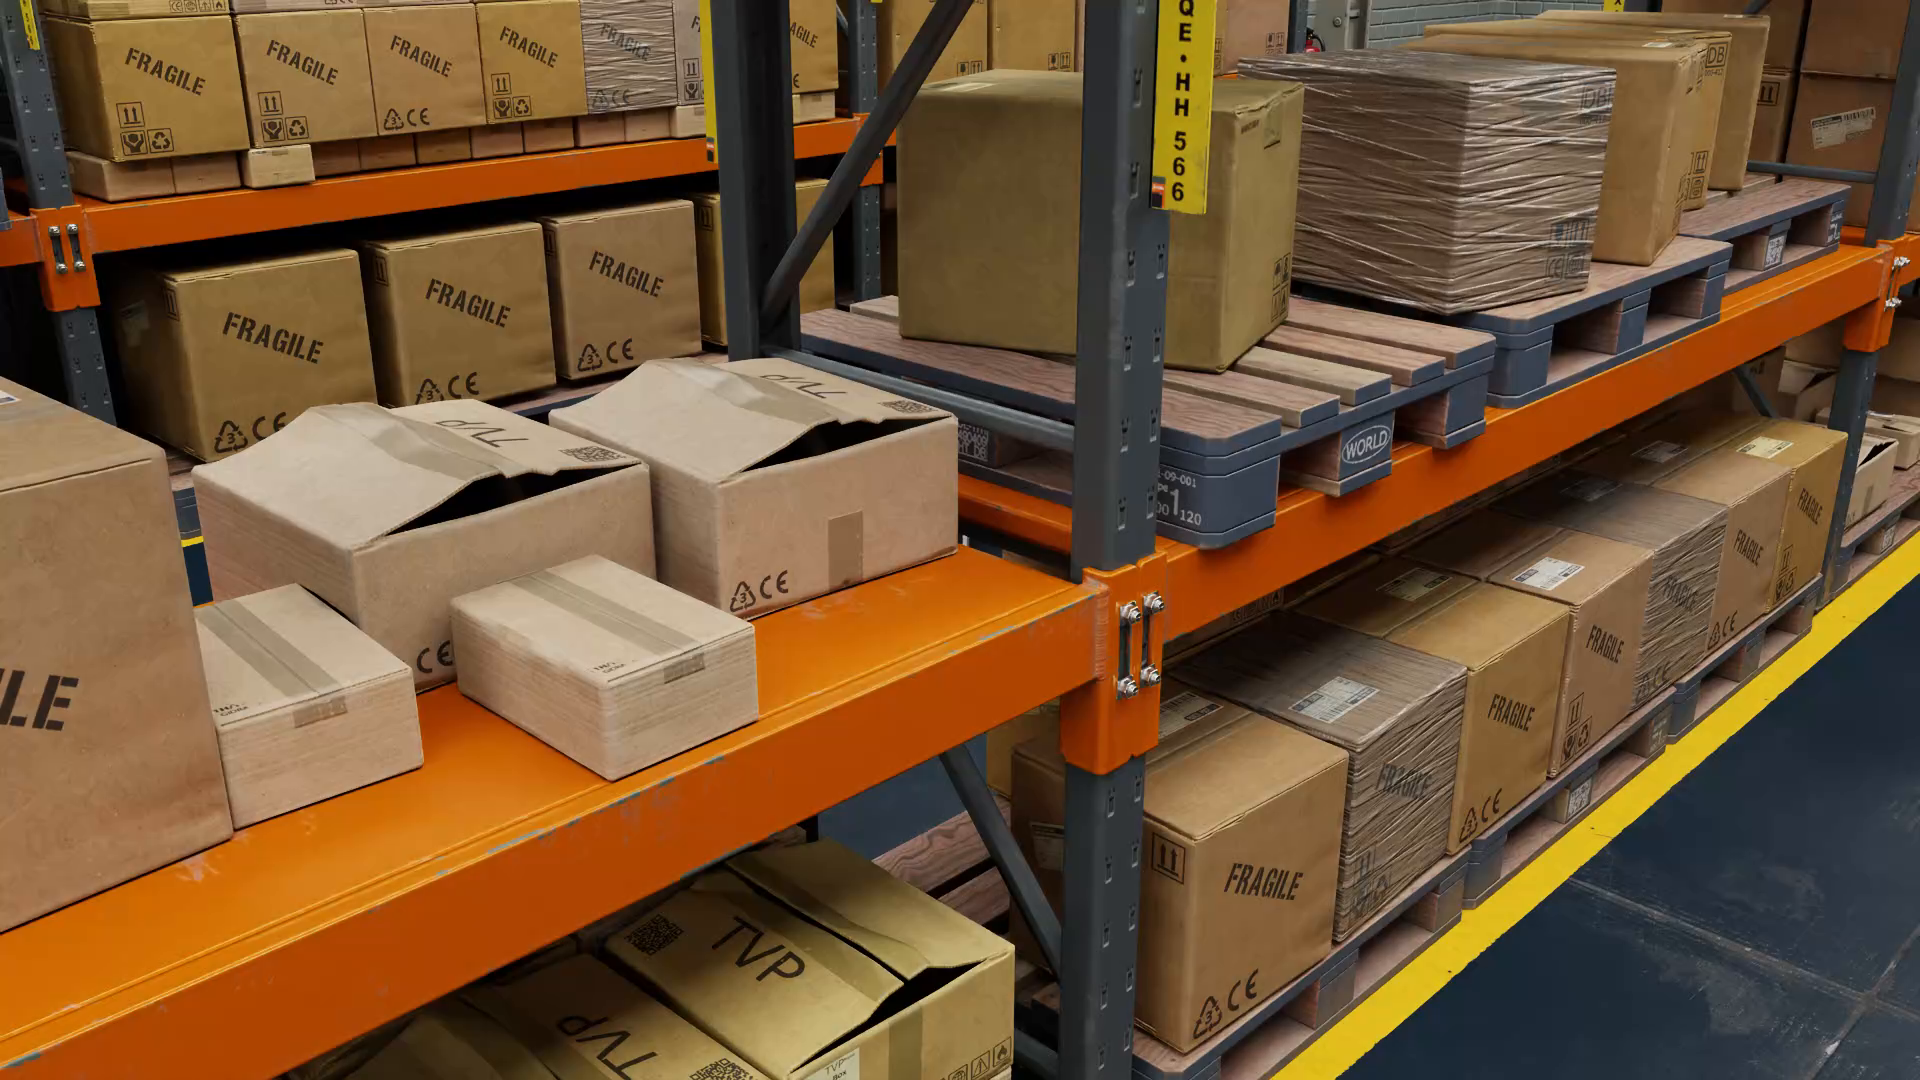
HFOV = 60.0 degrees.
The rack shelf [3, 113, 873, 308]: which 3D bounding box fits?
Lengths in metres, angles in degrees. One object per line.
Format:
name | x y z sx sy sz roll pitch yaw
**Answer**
rack shelf | -2.224 -1.669 7.738 1.077 0.370 4.000 19 28 41

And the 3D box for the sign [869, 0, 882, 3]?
sign | -0.433 -2.889 8.406 0.100 0.325 0.005 19 28 41

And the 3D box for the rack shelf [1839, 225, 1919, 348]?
rack shelf | 4.119 -1.458 7.190 1.077 0.370 4.000 19 28 41

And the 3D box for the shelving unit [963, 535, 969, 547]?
shelving unit | 0.115 -0.603 6.470 0.258 1.200 0.503 19 28 41

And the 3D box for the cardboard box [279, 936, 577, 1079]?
cardboard box | -1.003 0.773 2.849 0.500 0.311 0.500 18 28 39

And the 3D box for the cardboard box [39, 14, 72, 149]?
cardboard box | -3.478 -1.873 6.684 0.500 0.500 0.500 19 28 41

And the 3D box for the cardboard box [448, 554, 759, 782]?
cardboard box | -0.496 0.166 2.311 0.380 0.149 0.250 19 28 41

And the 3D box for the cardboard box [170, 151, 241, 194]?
cardboard box | -3.041 -1.472 6.545 0.250 0.149 0.380 -20 29 -41

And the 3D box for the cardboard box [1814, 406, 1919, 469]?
cardboard box | 3.768 -0.441 6.877 0.380 0.166 0.250 19 28 41

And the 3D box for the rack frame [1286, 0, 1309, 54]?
rack frame | 1.962 -3.547 11.621 1.000 3.000 0.127 19 28 41

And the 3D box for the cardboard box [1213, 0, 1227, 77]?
cardboard box | 1.114 -3.363 10.726 0.980 0.700 0.700 19 28 40

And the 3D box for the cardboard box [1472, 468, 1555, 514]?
cardboard box | 1.493 0.012 5.234 0.500 0.500 0.500 20 29 41

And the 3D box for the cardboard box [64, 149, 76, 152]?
cardboard box | -3.575 -1.530 6.697 0.250 0.149 0.380 -20 28 -41

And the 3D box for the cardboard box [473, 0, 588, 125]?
cardboard box | -2.020 -2.141 7.383 0.500 0.500 0.500 -19 28 -41

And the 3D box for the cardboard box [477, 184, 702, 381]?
cardboard box | -1.807 -1.282 8.141 0.750 0.750 0.750 -19 28 -40

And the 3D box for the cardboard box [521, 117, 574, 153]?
cardboard box | -1.973 -1.872 7.586 0.250 0.149 0.380 -19 28 -40

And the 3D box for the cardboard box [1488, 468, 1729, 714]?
cardboard box | 1.884 0.134 4.916 0.500 0.500 0.500 20 29 41

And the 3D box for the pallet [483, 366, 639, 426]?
pallet | -2.164 -0.685 8.061 1.003 0.211 1.213 19 28 41

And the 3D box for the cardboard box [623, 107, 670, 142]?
cardboard box | -1.594 -1.998 7.914 0.380 0.149 0.250 19 28 41

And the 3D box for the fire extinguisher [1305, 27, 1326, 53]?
fire extinguisher | 2.398 -3.260 11.502 0.296 0.674 0.183 19 28 41

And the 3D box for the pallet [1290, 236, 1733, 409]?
pallet | 1.286 -0.663 4.386 1.003 0.211 1.213 19 28 41

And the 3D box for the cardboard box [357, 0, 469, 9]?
cardboard box | -2.397 -2.355 6.894 0.500 0.250 0.500 20 28 41

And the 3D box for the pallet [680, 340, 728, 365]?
pallet | -1.313 -1.000 8.881 1.003 0.211 1.213 19 28 41

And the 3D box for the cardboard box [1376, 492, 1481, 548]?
cardboard box | 1.164 -0.219 4.788 0.500 0.250 0.500 19 28 40

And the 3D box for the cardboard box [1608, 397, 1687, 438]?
cardboard box | 2.211 -0.255 5.928 0.500 0.500 0.500 18 27 38

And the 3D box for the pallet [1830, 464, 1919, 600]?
pallet | 3.203 -0.154 6.682 1.003 0.211 1.213 19 28 41

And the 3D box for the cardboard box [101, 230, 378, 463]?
cardboard box | -3.012 -0.839 6.988 0.750 0.750 0.750 19 28 40

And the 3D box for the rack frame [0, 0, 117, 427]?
rack frame | -3.619 -1.490 6.271 1.000 3.000 0.127 19 28 41

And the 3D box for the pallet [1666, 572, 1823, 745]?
pallet | 2.183 0.241 5.655 1.003 0.211 1.213 19 28 41

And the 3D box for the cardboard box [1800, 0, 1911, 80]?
cardboard box | 3.254 -1.844 5.658 0.500 0.500 0.500 -19 28 -41

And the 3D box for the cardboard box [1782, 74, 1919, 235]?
cardboard box | 3.274 -1.389 5.868 0.500 0.500 0.500 -19 28 -41

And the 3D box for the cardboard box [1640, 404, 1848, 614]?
cardboard box | 2.585 -0.120 5.576 0.500 0.500 0.500 19 28 40

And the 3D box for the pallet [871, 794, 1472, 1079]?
pallet | 0.481 0.868 4.023 1.003 0.211 1.213 19 28 41

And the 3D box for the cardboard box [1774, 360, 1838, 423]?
cardboard box | 3.441 -0.640 7.194 0.500 0.311 0.500 19 28 41

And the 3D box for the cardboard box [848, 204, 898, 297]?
cardboard box | -0.233 -1.714 9.753 0.700 0.500 0.500 20 29 41

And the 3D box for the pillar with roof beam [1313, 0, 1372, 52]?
pillar with roof beam | 6.310 -6.180 10.111 9.100 9.000 0.400 19 28 41

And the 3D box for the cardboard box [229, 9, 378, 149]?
cardboard box | -2.724 -1.878 6.698 0.500 0.500 0.500 -19 28 -40

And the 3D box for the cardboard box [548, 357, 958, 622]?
cardboard box | -0.352 -0.127 2.849 0.500 0.311 0.500 -18 27 -39

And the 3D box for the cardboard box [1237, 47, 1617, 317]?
cardboard box | 1.067 -0.872 3.936 0.500 0.500 0.700 -14 25 -32

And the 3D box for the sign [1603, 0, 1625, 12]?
sign | 2.329 -1.818 5.916 0.100 0.325 0.005 19 28 41

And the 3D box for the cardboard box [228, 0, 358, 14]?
cardboard box | -2.743 -2.226 6.557 0.500 0.250 0.500 19 28 40

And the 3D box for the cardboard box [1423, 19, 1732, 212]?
cardboard box | 1.799 -1.264 4.957 0.500 0.500 0.700 -15 26 -34

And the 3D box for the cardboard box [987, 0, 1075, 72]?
cardboard box | 0.075 -2.980 9.729 0.980 0.700 0.700 18 28 39

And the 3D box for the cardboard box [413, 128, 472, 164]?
cardboard box | -2.345 -1.747 7.260 0.250 0.149 0.380 -20 28 -41

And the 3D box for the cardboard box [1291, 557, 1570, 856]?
cardboard box | 1.170 0.401 4.222 0.500 0.500 0.500 19 28 40

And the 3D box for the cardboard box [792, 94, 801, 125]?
cardboard box | -1.020 -2.182 8.393 0.250 0.149 0.380 -20 28 -41

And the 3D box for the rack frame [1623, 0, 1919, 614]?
rack frame | 2.724 -1.280 5.723 1.000 3.000 0.127 19 28 41

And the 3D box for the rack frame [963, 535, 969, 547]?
rack frame | -0.055 -0.540 6.307 0.240 1.200 0.015 19 28 41

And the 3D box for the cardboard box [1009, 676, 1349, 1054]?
cardboard box | 0.455 0.665 3.536 0.500 0.500 0.500 -19 28 -40

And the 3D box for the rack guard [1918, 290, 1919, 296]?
rack guard | 5.461 -1.122 8.796 1.175 0.500 0.348 19 28 41

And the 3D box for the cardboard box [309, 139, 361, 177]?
cardboard box | -2.708 -1.614 6.916 0.380 0.149 0.250 19 28 40

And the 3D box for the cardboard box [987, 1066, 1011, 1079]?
cardboard box | -0.259 1.032 2.955 0.500 0.250 0.500 -19 28 -41

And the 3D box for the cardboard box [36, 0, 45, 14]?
cardboard box | -3.488 -2.217 6.534 0.500 0.250 0.500 -19 28 -41

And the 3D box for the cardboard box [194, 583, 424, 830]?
cardboard box | -0.916 0.208 2.203 0.250 0.149 0.380 -18 27 -38

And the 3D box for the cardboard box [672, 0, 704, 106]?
cardboard box | -1.319 -2.398 8.051 0.500 0.500 0.500 20 28 41

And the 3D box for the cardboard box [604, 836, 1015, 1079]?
cardboard box | -0.256 0.771 2.854 0.500 0.311 0.500 -19 28 -41

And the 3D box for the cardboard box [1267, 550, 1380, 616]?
cardboard box | 0.779 0.278 4.542 0.500 0.500 0.500 18 27 39

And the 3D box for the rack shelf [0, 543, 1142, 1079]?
rack shelf | -1.462 0.598 1.839 1.077 0.370 4.000 19 28 41
